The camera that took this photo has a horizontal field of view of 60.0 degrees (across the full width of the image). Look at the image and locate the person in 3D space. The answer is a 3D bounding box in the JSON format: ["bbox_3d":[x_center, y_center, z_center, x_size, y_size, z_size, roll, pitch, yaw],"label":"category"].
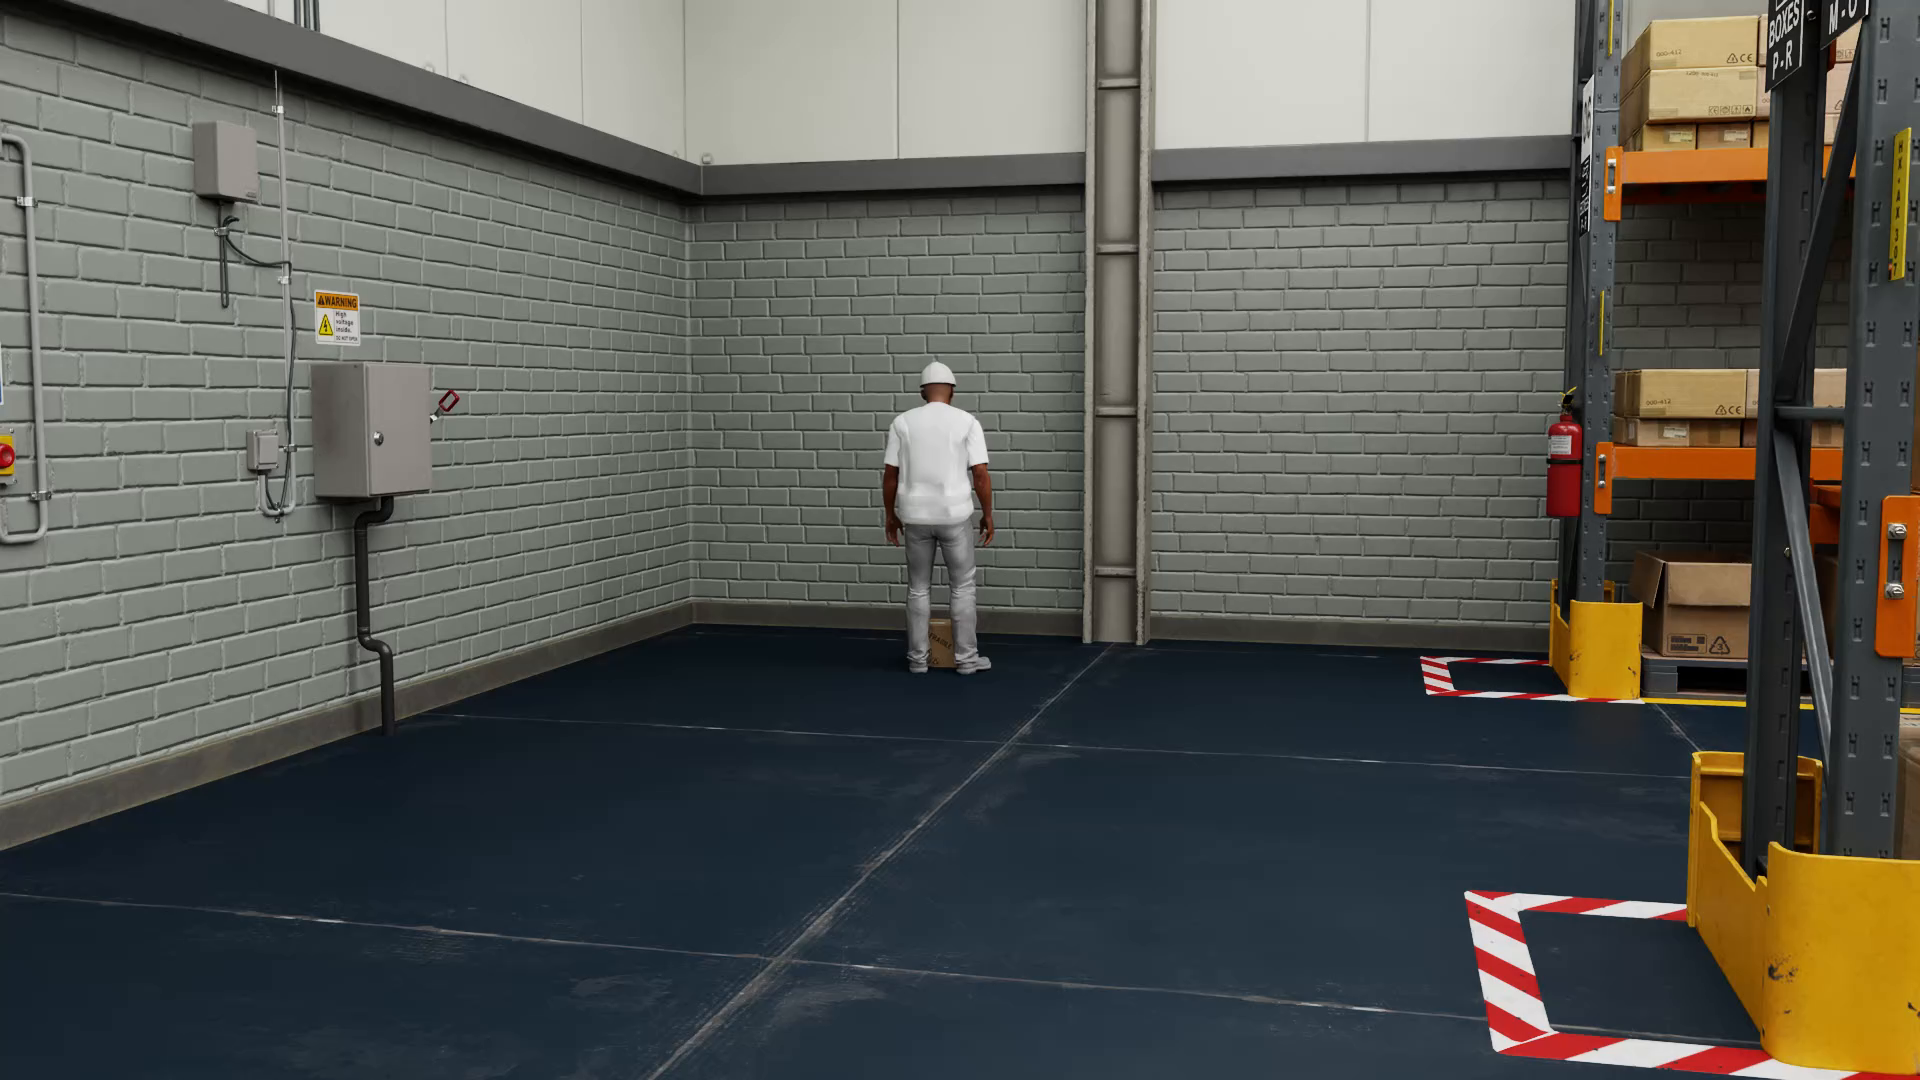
[{"bbox_3d":[-0.119,-0.129,9.455,0.634,1.760,0.463,1,5,13],"label":"person"}]
